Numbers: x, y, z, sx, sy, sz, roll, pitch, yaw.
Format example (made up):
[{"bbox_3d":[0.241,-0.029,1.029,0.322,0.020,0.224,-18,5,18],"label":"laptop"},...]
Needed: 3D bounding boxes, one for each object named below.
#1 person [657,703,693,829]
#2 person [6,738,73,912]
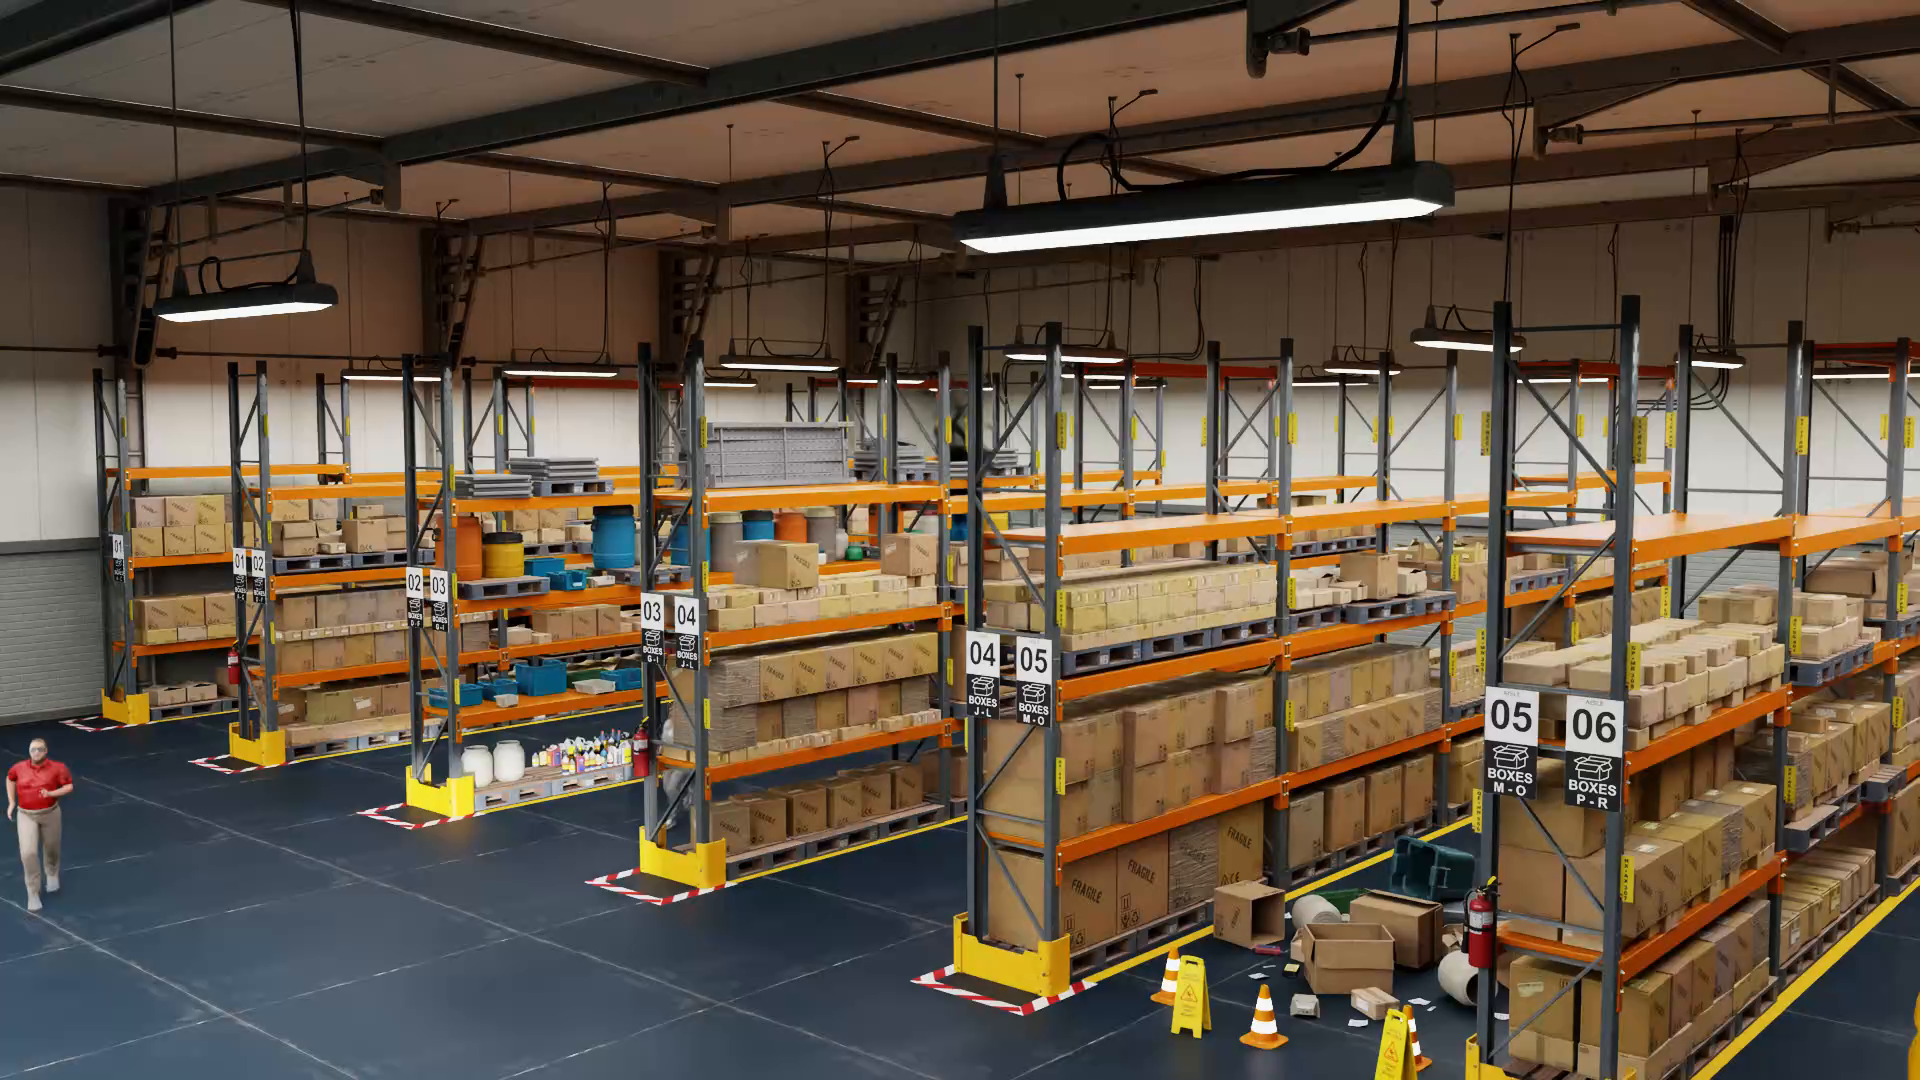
[{"bbox_3d":[-3.577,2.838,21.135,0.542,1.573,0.694,2,5,26],"label":"person"},{"bbox_3d":[-9.809,2.995,17.752,0.634,1.790,0.892,-2,5,-27],"label":"person"}]
